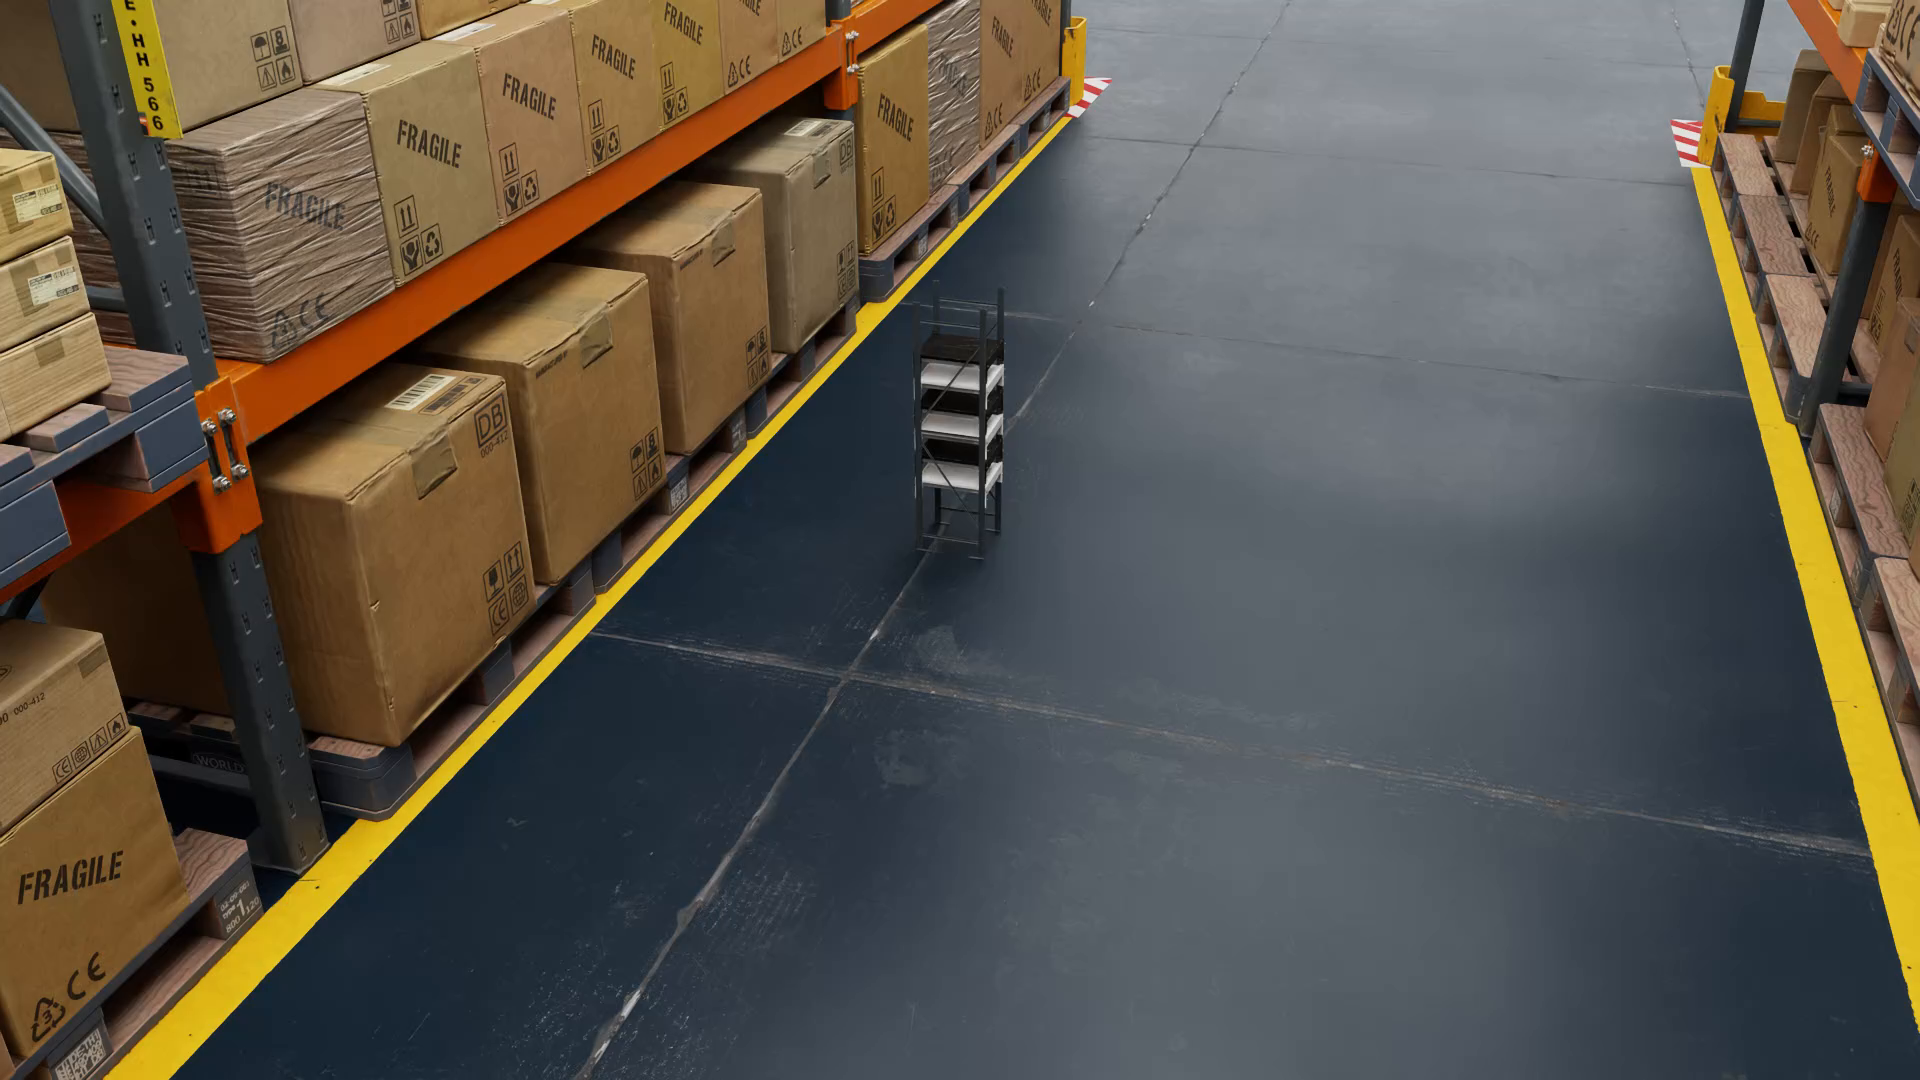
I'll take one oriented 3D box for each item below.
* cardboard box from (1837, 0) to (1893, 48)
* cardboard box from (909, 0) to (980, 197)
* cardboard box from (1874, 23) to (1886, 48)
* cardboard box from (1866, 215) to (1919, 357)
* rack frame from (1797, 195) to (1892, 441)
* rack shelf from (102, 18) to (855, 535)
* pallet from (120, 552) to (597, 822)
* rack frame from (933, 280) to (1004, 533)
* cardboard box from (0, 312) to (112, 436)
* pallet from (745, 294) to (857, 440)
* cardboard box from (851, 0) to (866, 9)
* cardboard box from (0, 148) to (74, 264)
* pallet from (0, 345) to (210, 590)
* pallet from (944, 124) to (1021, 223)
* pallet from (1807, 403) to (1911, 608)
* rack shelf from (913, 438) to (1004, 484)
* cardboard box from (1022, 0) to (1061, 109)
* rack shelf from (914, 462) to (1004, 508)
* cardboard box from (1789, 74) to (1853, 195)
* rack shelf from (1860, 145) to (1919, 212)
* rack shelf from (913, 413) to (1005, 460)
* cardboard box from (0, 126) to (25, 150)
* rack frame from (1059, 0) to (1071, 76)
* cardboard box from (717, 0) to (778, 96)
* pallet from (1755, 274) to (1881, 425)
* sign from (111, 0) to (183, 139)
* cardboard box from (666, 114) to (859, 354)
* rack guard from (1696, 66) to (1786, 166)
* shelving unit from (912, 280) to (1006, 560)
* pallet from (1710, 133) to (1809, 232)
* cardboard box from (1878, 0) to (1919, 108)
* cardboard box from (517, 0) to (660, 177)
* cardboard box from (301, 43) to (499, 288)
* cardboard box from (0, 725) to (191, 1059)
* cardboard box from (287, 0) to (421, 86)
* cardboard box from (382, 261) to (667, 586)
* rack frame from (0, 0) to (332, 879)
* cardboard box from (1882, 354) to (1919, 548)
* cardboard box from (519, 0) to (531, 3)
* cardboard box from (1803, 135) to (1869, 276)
[{"bbox_3d":[3.721,-2.045,6.599,0.380,0.149,0.250,8,30,15],"label":"cardboard box"},{"bbox_3d":[-0.441,-2.370,8.678,0.875,0.875,0.875,9,30,15],"label":"cardboard box"},{"bbox_3d":[3.623,-1.805,6.168,0.380,0.149,0.250,8,30,15],"label":"cardboard box"},{"bbox_3d":[3.914,-0.930,6.475,0.500,0.500,0.500,8,30,13],"label":"cardboard box"},{"bbox_3d":[3.759,-1.659,5.646,1.000,3.000,0.127,8,30,15],"label":"rack frame"},{"bbox_3d":[-1.540,-1.169,5.507,1.077,0.370,4.000,8,30,15],"label":"rack shelf"},{"bbox_3d":[-1.824,0.309,4.978,1.003,0.211,1.213,8,30,15],"label":"pallet"},{"bbox_3d":[0.027,-0.437,5.609,0.240,0.900,0.006,8,30,15],"label":"rack frame"},{"bbox_3d":[-1.833,-0.333,3.090,0.380,0.149,0.250,9,30,16],"label":"cardboard box"},{"bbox_3d":[-1.108,-0.825,7.016,1.003,0.211,1.213,8,30,15],"label":"pallet"},{"bbox_3d":[-0.856,-2.652,7.277,0.875,0.550,0.550,8,30,15],"label":"cardboard box"},{"bbox_3d":[-1.833,-0.595,2.948,0.380,0.149,0.250,7,30,13],"label":"cardboard box"},{"bbox_3d":[-2.235,-0.124,3.085,1.213,0.211,1.003,8,30,15],"label":"pallet"},{"bbox_3d":[-0.299,-2.106,9.318,1.003,0.211,1.213,8,30,15],"label":"pallet"},{"bbox_3d":[3.532,-0.078,5.673,1.003,0.211,1.213,8,30,15],"label":"pallet"},{"bbox_3d":[-0.002,-0.282,5.584,0.258,0.077,0.200,8,30,15],"label":"rack shelf"},{"bbox_3d":[0.085,-3.203,10.175,0.875,0.875,0.875,9,30,15],"label":"cardboard box"},{"bbox_3d":[-0.002,-0.203,5.628,0.258,0.077,0.200,8,30,15],"label":"rack shelf"},{"bbox_3d":[4.591,-2.038,8.467,0.500,0.500,0.500,17,33,28],"label":"cardboard box"},{"bbox_3d":[3.172,-0.415,4.150,1.077,0.370,4.000,8,30,15],"label":"rack shelf"},{"bbox_3d":[-0.002,-0.360,5.541,0.258,0.077,0.200,8,30,15],"label":"rack shelf"},{"bbox_3d":[-2.252,-0.846,4.082,0.500,0.500,0.500,8,30,15],"label":"cardboard box"},{"bbox_3d":[0.221,-4.272,10.344,1.000,3.000,0.127,8,30,15],"label":"rack frame"},{"bbox_3d":[-0.999,-1.941,6.052,0.500,0.500,0.500,8,30,14],"label":"cardboard box"},{"bbox_3d":[3.922,-0.757,6.894,1.003,0.211,1.213,8,30,15],"label":"pallet"},{"bbox_3d":[-1.606,-0.953,3.267,0.100,0.325,0.005,8,30,15],"label":"sign"},{"bbox_3d":[-1.049,-1.312,6.906,1.050,0.750,0.750,8,30,15],"label":"cardboard box"},{"bbox_3d":[4.910,-2.390,9.532,1.175,0.500,0.348,8,30,15],"label":"rack guard"},{"bbox_3d":[-0.002,-0.389,5.524,0.258,0.900,0.210,8,30,15],"label":"shelving unit"},{"bbox_3d":[4.638,-1.891,8.932,1.003,0.211,1.213,8,30,15],"label":"pallet"},{"bbox_3d":[3.392,-1.755,4.770,1.000,1.000,1.000,9,30,15],"label":"cardboard box"},{"bbox_3d":[-1.294,-1.470,5.205,0.500,0.500,0.500,8,30,14],"label":"cardboard box"},{"bbox_3d":[-1.591,-1.005,4.368,0.500,0.500,0.500,8,30,14],"label":"cardboard box"},{"bbox_3d":[-2.070,0.698,3.550,0.500,0.500,0.500,8,30,15],"label":"cardboard box"},{"bbox_3d":[-1.839,-1.477,4.189,0.700,0.500,0.500,8,30,14],"label":"cardboard box"},{"bbox_3d":[-1.609,-0.432,5.323,1.050,0.750,0.750,9,30,16],"label":"cardboard box"},{"bbox_3d":[-2.127,-0.554,3.661,1.000,3.000,0.127,8,30,15],"label":"rack frame"},{"bbox_3d":[3.400,-0.257,5.246,0.700,0.500,0.500,8,30,15],"label":"cardboard box"},{"bbox_3d":[-1.541,-1.954,5.045,0.700,0.500,0.500,8,30,14],"label":"cardboard box"},{"bbox_3d":[4.182,-1.497,7.495,0.500,0.500,0.500,6,30,10],"label":"cardboard box"}]
